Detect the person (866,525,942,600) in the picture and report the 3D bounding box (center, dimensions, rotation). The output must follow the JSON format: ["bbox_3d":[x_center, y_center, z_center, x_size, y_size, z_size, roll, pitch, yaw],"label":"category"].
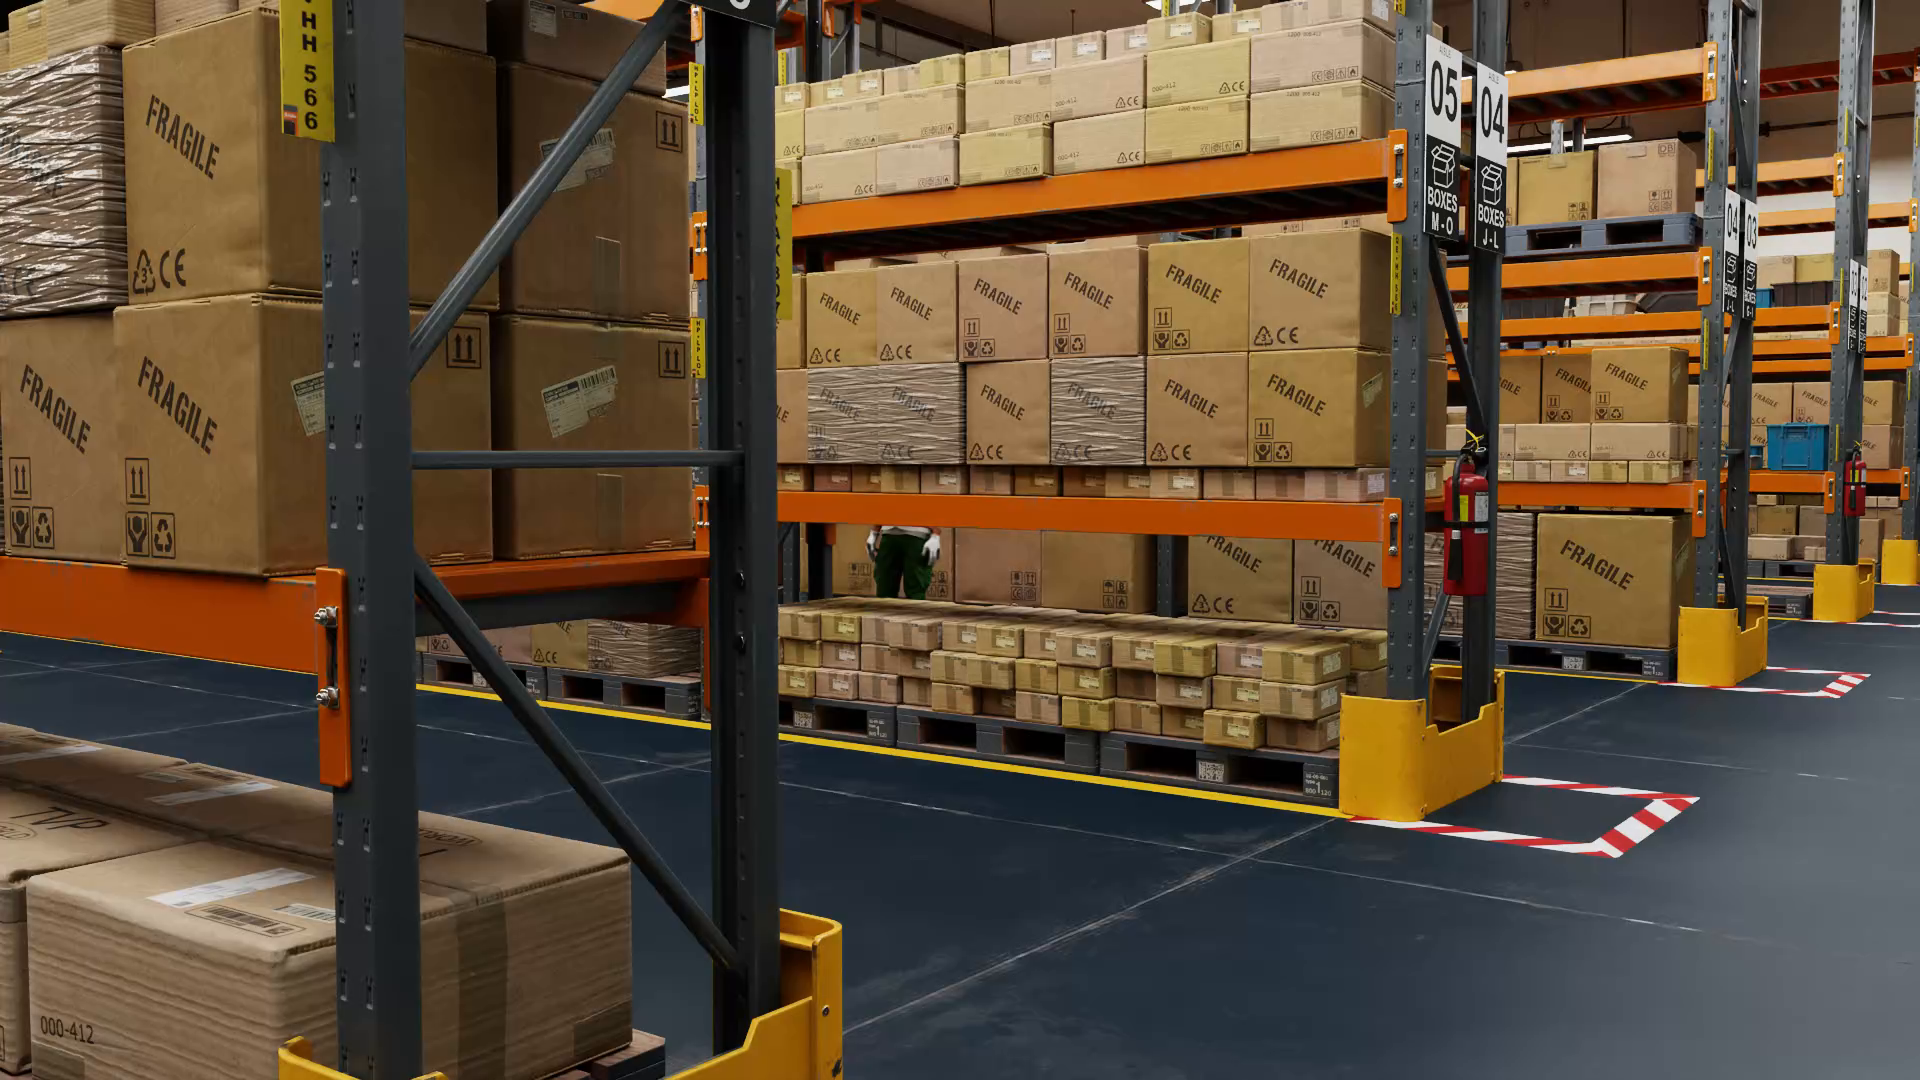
[{"bbox_3d":[-0.393,0.008,11.574,0.605,1.777,0.454,2,4,34],"label":"person"}]
